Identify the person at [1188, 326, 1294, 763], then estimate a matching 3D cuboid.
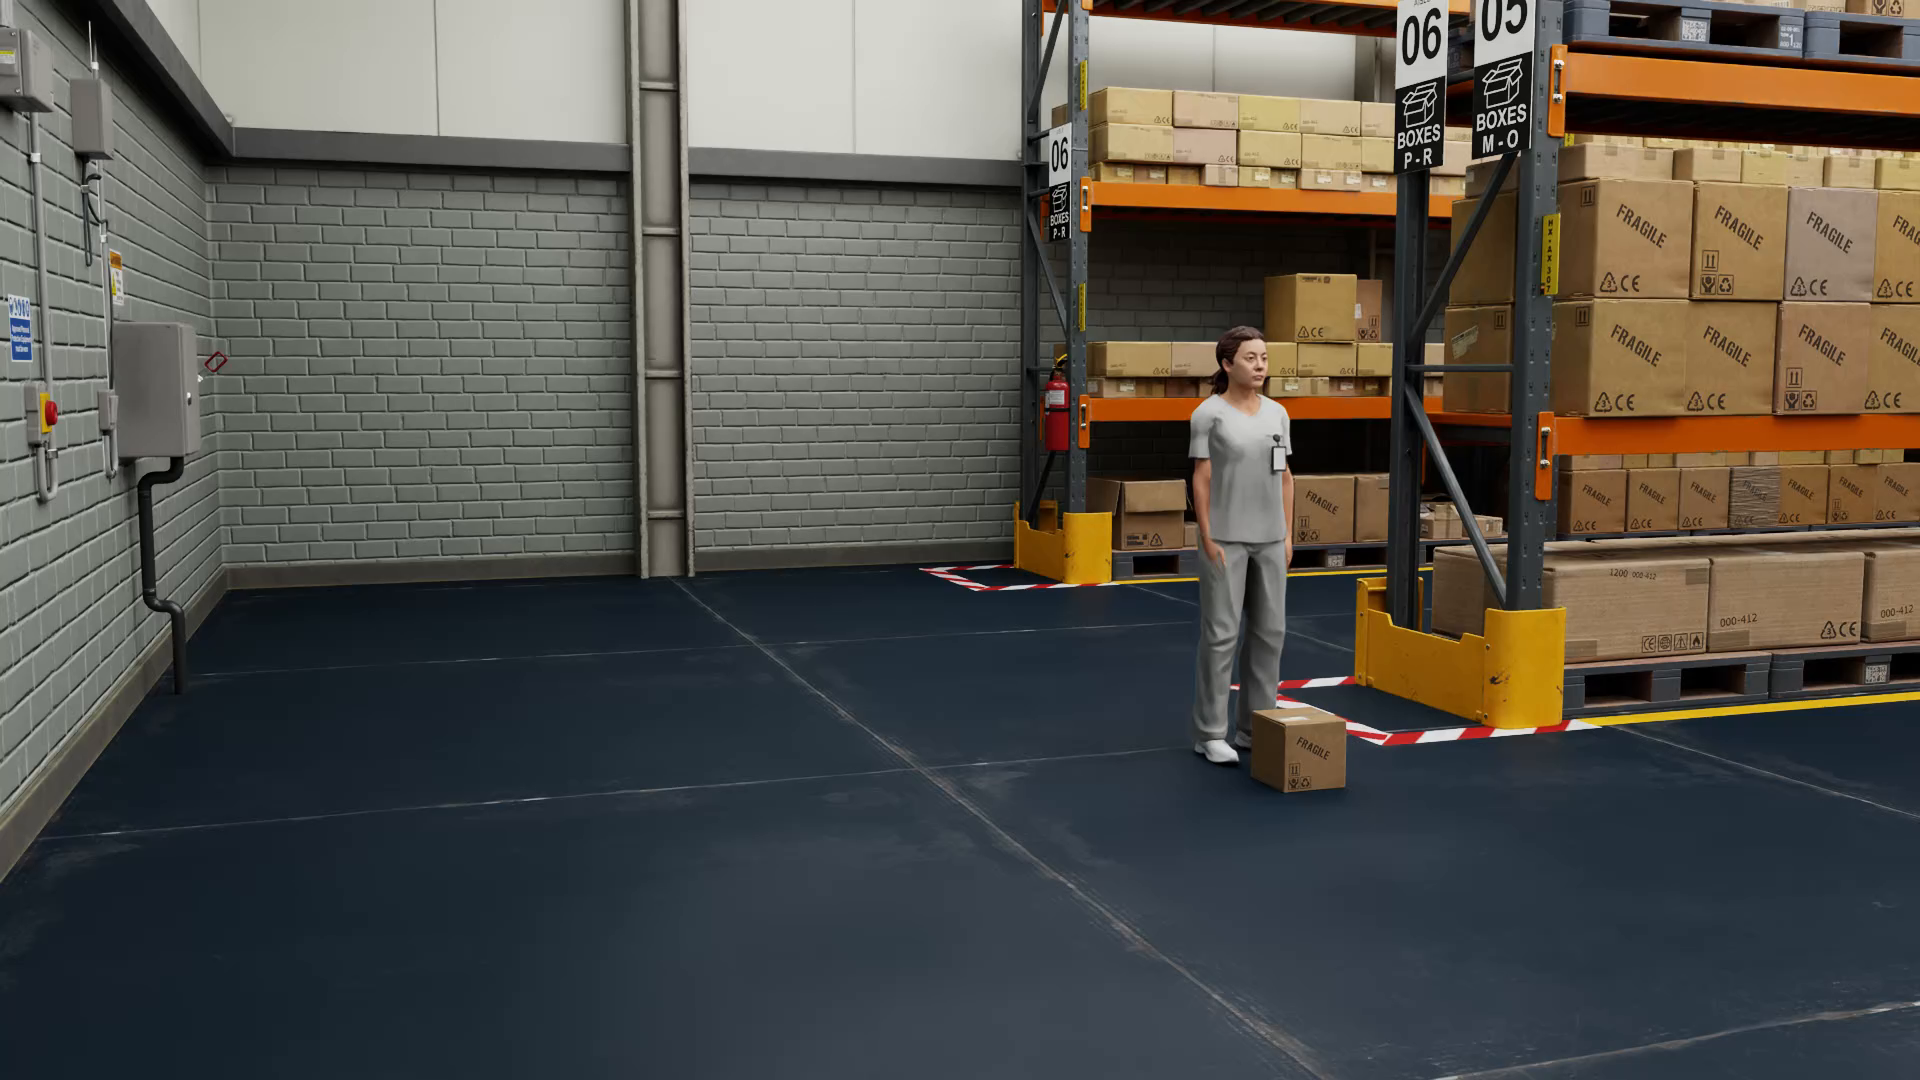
[{"bbox_3d":[1.095,0.026,6.444,0.439,1.698,0.384,-2,6,-17],"label":"person"}]
